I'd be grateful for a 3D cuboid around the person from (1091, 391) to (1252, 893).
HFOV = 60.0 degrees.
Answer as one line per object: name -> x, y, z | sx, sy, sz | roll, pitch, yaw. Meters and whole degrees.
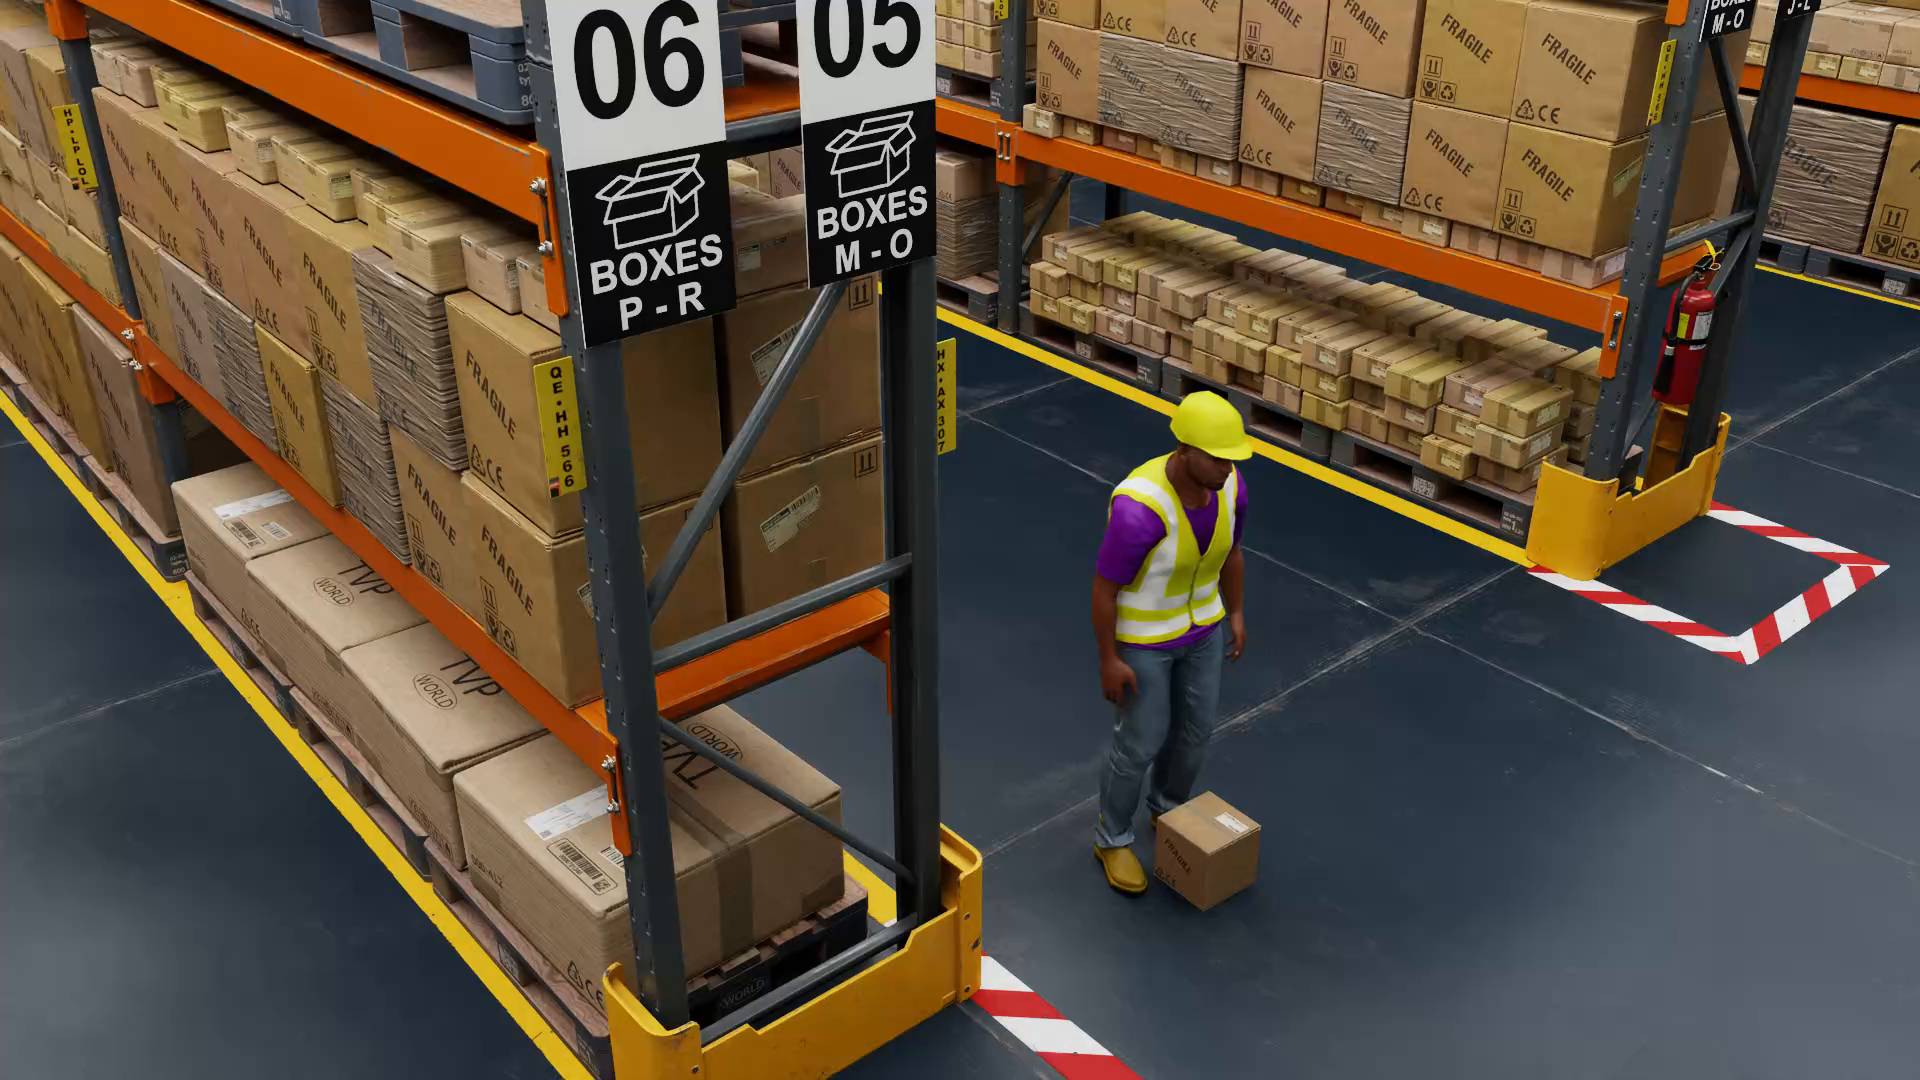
person -> 0.708, 0.317, 5.505 | 0.628, 1.761, 0.462 | -18, 33, -30
